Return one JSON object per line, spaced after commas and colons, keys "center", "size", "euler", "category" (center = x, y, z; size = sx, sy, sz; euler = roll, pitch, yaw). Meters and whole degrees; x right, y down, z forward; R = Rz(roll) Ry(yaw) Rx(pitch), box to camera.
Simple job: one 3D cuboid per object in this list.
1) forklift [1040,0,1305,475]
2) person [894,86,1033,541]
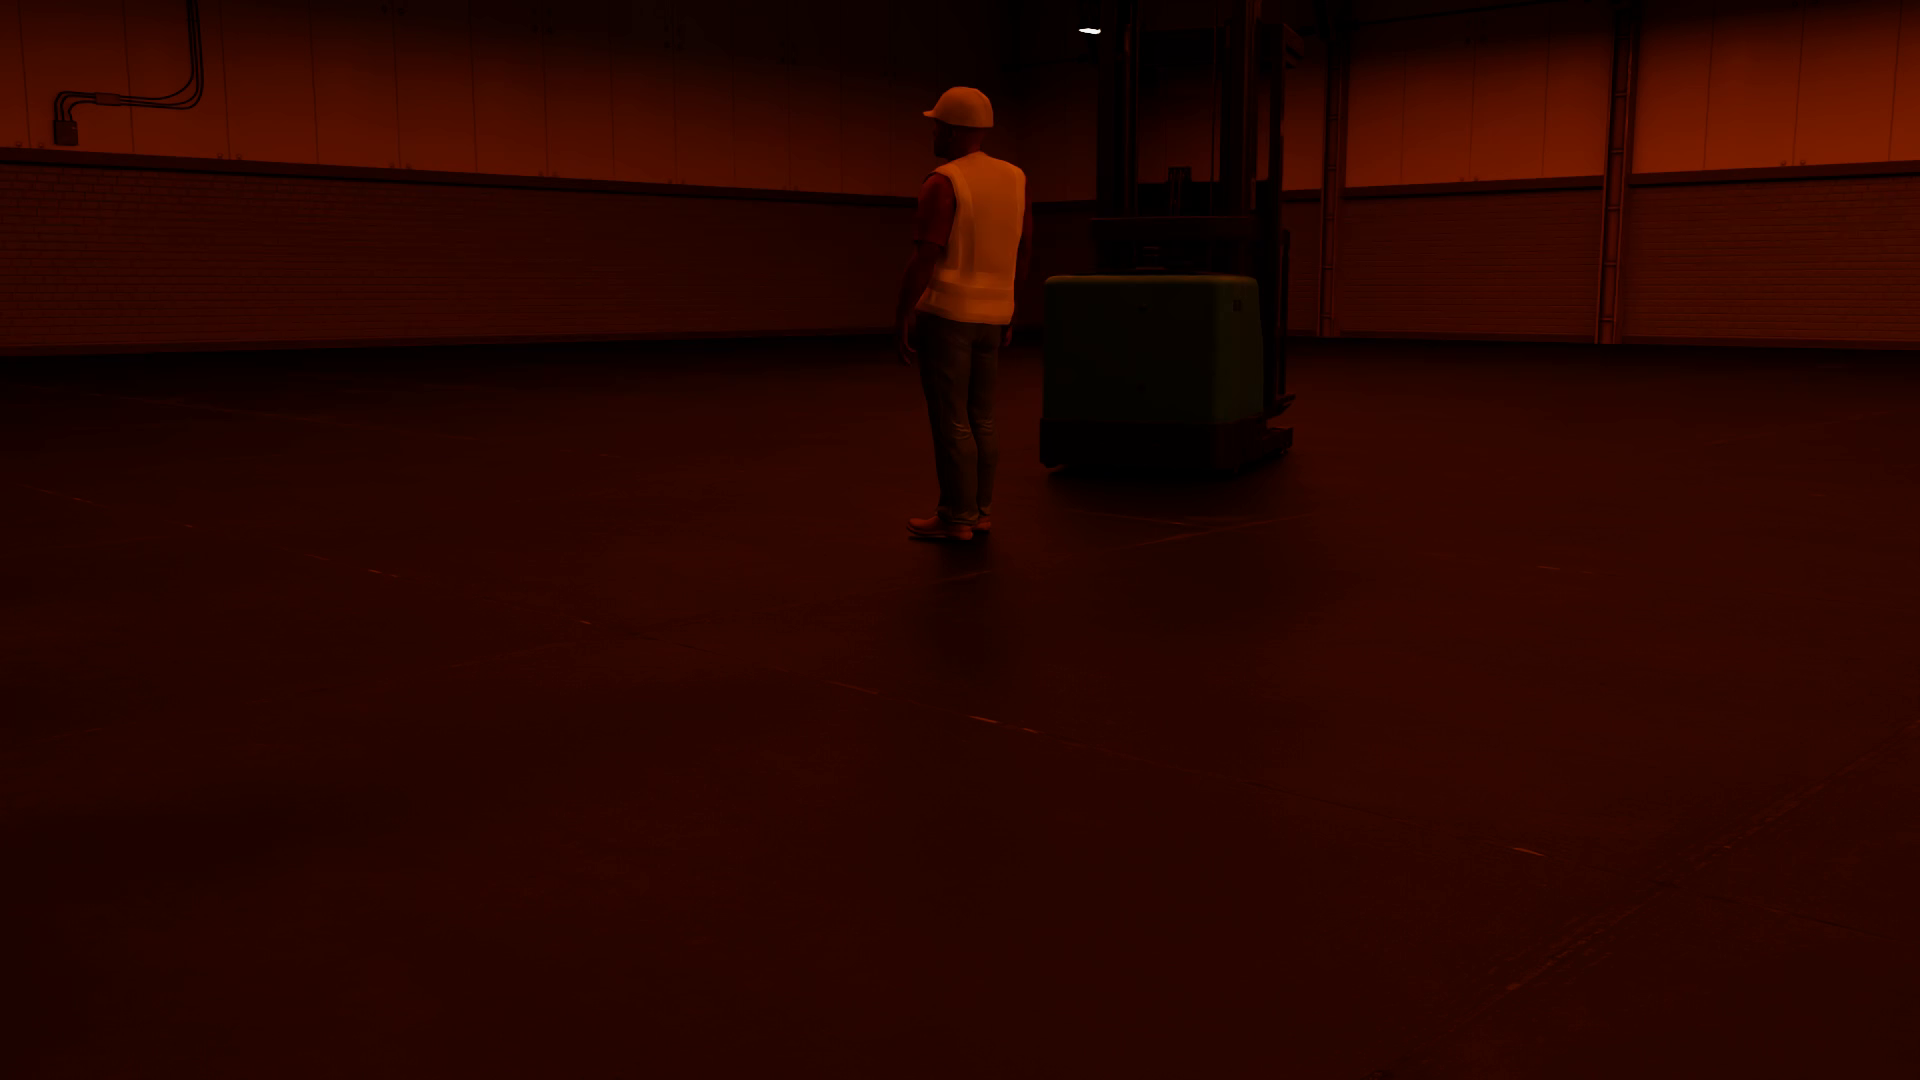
{"center": [1.426, -1.976, 10.000], "size": [1.130, 2.935, 3.031], "euler": [3, 9, 20], "category": "forklift"}
{"center": [-0.047, -0.888, 6.637], "size": [0.574, 1.766, 0.665], "euler": [8, 12, 43], "category": "person"}
